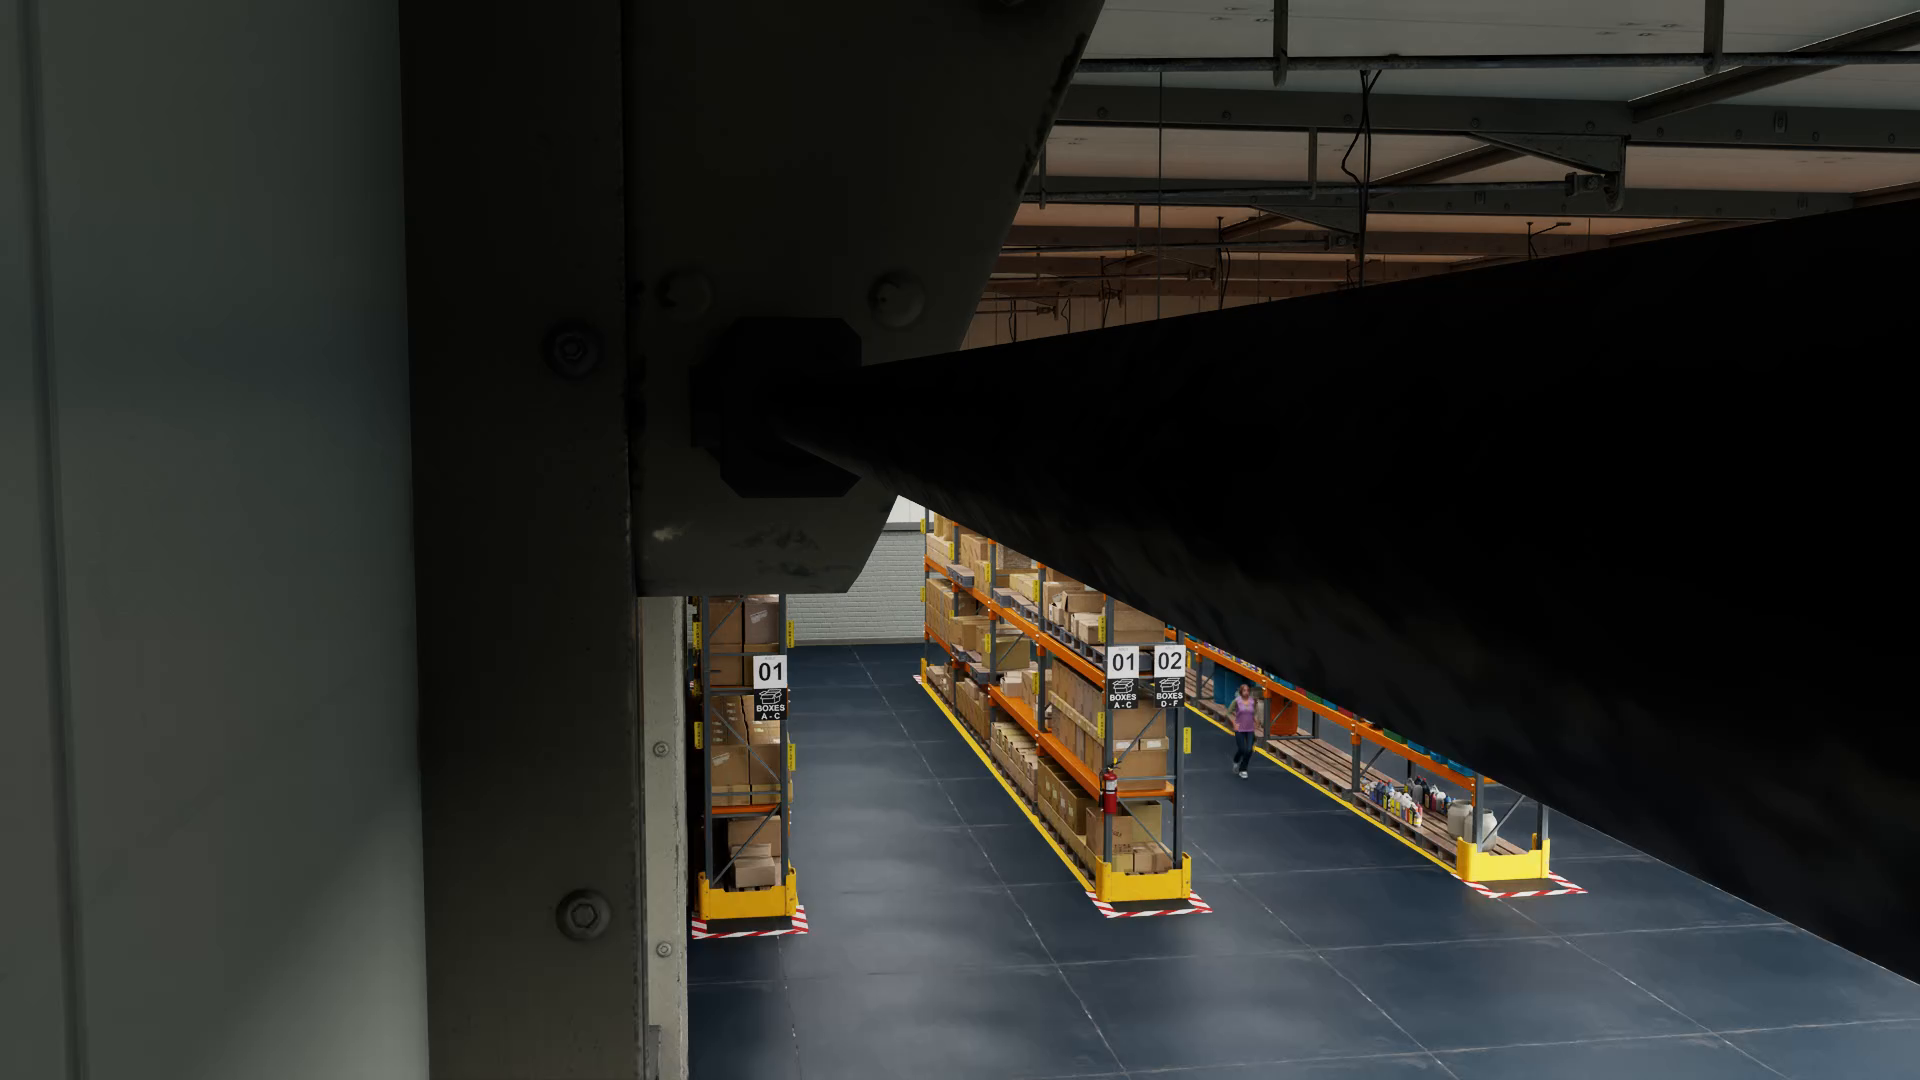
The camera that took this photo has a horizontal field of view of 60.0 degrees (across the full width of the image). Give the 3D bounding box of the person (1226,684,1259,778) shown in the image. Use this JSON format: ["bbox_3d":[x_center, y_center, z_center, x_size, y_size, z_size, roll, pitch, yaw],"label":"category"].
[{"bbox_3d":[4.680,3.148,27.346,0.532,1.550,0.546,-1,5,-9],"label":"person"}]
